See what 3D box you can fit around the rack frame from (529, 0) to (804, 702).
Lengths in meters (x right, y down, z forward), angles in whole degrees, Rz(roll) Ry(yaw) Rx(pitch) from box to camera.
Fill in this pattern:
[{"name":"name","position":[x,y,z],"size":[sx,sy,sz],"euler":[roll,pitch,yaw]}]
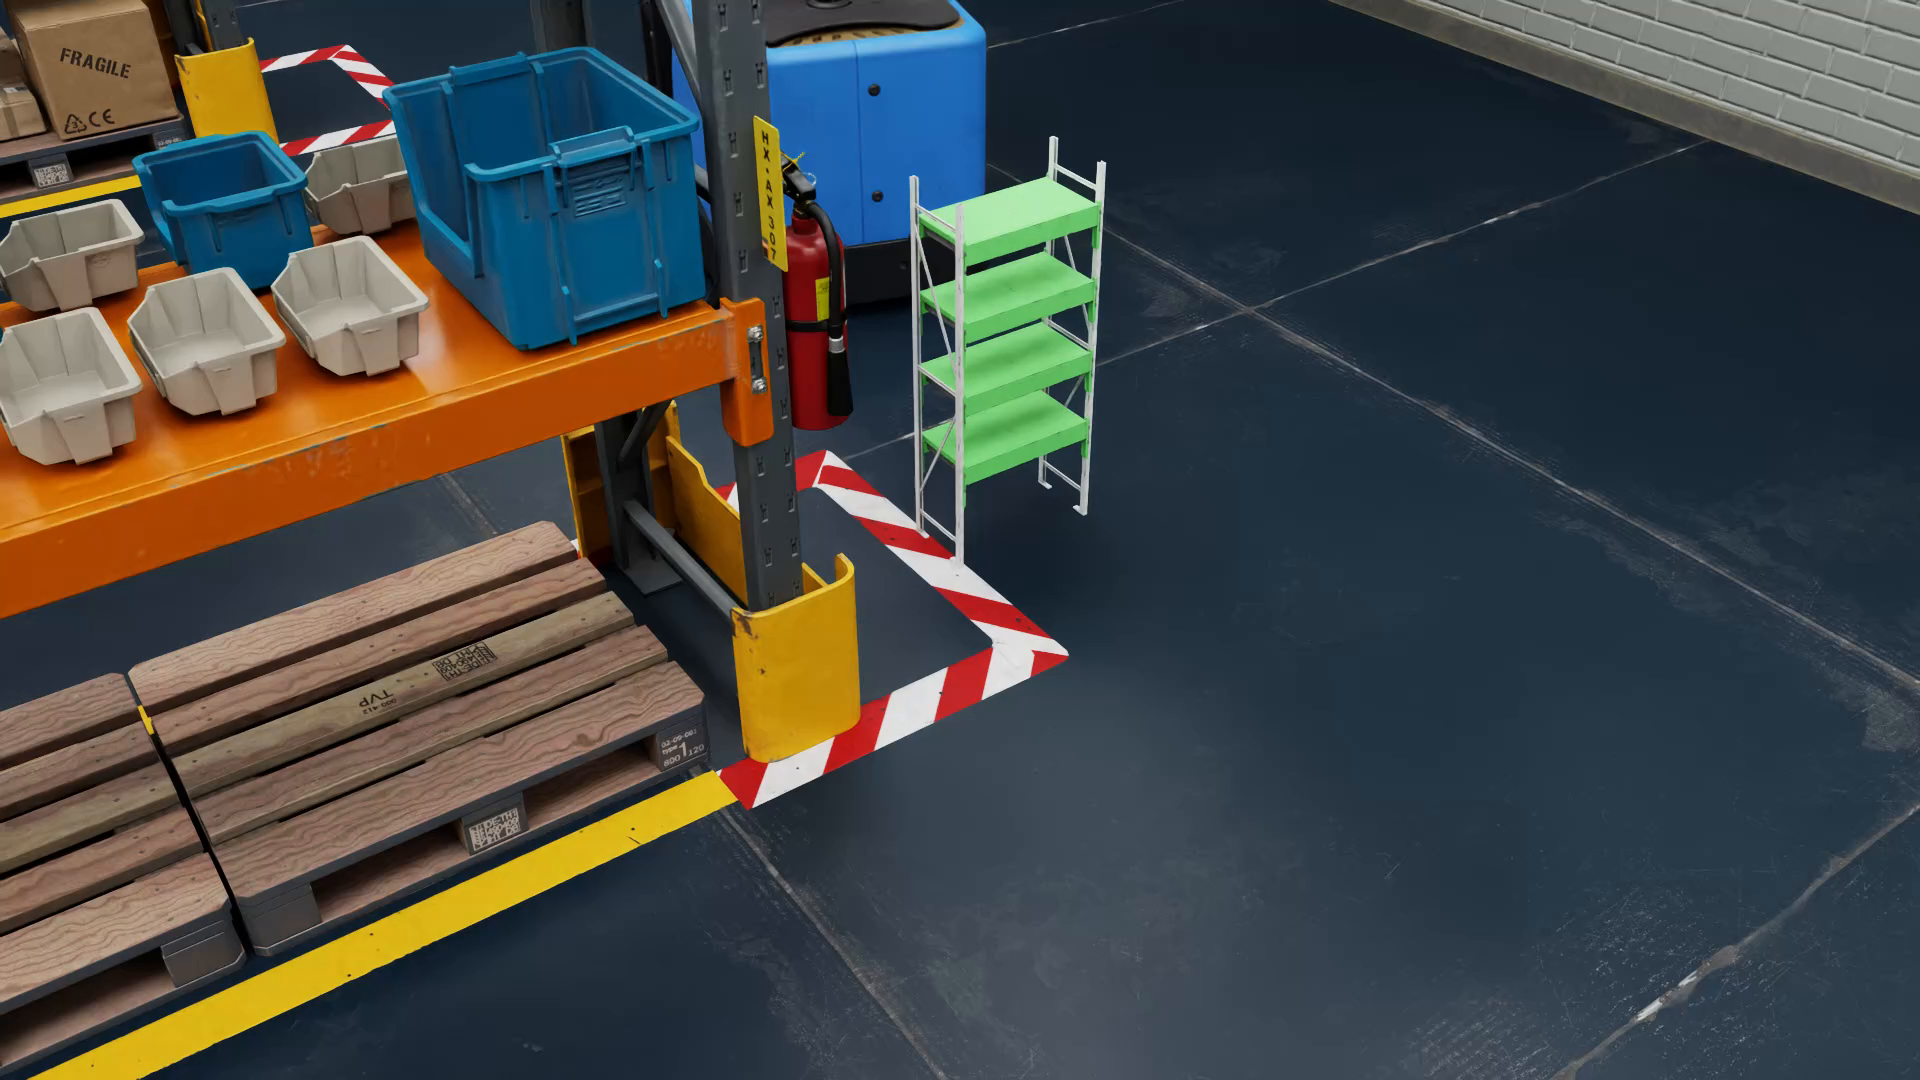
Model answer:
[{"name":"rack frame","position":[-0.736,-0.931,3.976],"size":[0.127,3.000,1.000],"euler":[-22,41,-28]}]

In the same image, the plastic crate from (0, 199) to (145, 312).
[{"name":"plastic crate","position":[-1.992,-0.626,3.726],"size":[0.298,0.136,0.250],"euler":[-22,41,-28]}]

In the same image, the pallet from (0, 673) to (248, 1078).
[{"name":"pallet","position":[-2.429,0.868,3.863],"size":[1.213,0.211,1.003],"euler":[-22,41,-28]}]

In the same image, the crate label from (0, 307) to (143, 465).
[{"name":"crate label","position":[-1.757,-0.292,3.261],"size":[0.243,0.136,0.396],"euler":[-22,41,-28]}]

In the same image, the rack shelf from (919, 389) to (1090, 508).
[{"name":"rack shelf","position":[0.135,-0.296,5.155],"size":[0.480,0.148,0.258],"euler":[-22,41,-28]}]

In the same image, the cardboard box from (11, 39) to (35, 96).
[{"name":"cardboard box","position":[-4.331,-2.264,7.879],"size":[0.250,0.166,0.380],"euler":[-22,41,-28]}]

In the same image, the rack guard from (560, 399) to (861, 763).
[{"name":"rack guard","position":[-0.724,0.069,4.725],"size":[0.348,0.500,1.175],"euler":[-22,41,-28]}]

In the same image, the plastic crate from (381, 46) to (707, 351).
[{"name":"plastic crate","position":[-0.902,-0.768,3.667],"size":[0.499,0.435,0.616],"euler":[-22,41,-28]}]

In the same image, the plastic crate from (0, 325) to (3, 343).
[{"name":"plastic crate","position":[-2.204,-0.519,3.494],"size":[0.300,0.233,0.416],"euler":[-22,41,-28]}]

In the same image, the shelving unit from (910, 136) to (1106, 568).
[{"name":"shelving unit","position":[0.135,-0.543,4.977],"size":[0.503,1.200,0.258],"euler":[-22,41,-28]}]

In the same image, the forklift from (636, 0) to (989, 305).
[{"name":"forklift","position":[-0.828,-2.885,6.752],"size":[1.130,2.935,3.031],"euler":[-11,37,-15]}]

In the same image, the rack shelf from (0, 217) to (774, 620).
[{"name":"rack shelf","position":[-2.371,0.034,3.250],"size":[4.000,0.370,1.077],"euler":[-22,41,-28]}]

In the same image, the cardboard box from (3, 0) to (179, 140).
[{"name":"cardboard box","position":[-3.889,-2.160,7.448],"size":[0.500,0.500,0.500],"euler":[-22,41,-28]}]

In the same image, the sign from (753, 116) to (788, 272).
[{"name":"sign","position":[-0.406,-0.740,3.571],"size":[0.005,0.325,0.100],"euler":[-22,41,-28]}]

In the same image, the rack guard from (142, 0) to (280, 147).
[{"name":"rack guard","position":[-3.649,-2.256,7.959],"size":[0.348,0.500,1.175],"euler":[-22,41,-28]}]

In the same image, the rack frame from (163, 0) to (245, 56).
[{"name":"rack frame","position":[-3.587,-3.297,7.264],"size":[0.127,3.000,1.000],"euler":[-22,41,-28]}]

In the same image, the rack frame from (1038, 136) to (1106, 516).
[{"name":"rack frame","position":[0.335,-0.625,5.091],"size":[0.015,1.200,0.240],"euler":[-22,41,-28]}]

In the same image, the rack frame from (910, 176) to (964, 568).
[{"name":"rack frame","position":[-0.064,-0.461,4.863],"size":[0.015,1.200,0.240],"euler":[-22,41,-28]}]

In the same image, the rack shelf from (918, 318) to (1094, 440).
[{"name":"rack shelf","position":[0.135,-0.491,5.014],"size":[0.480,0.148,0.258],"euler":[-22,41,-28]}]

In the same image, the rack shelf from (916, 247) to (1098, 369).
[{"name":"rack shelf","position":[0.135,-0.686,4.874],"size":[0.480,0.148,0.258],"euler":[-22,41,-28]}]

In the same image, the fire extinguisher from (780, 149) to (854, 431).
[{"name":"fire extinguisher","position":[-0.351,-0.582,3.876],"size":[0.183,0.674,0.296],"euler":[-22,41,-28]}]

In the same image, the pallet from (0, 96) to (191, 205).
[{"name":"pallet","position":[-4.300,-1.870,7.670],"size":[1.213,0.211,1.003],"euler":[-22,41,-28]}]

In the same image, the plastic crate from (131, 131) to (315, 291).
[{"name":"plastic crate","position":[-1.666,-0.740,3.802],"size":[0.300,0.233,0.416],"euler":[-22,41,-28]}]

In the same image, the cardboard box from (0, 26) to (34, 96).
[{"name":"cardboard box","position":[-4.603,-2.143,7.639],"size":[0.500,0.250,0.500],"euler":[-22,41,-28]}]

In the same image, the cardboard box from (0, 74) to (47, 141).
[{"name":"cardboard box","position":[-4.272,-1.931,7.416],"size":[0.250,0.166,0.380],"euler":[-22,41,-28]}]

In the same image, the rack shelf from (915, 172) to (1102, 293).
[{"name":"rack shelf","position":[0.135,-0.881,4.734],"size":[0.480,0.148,0.258],"euler":[-22,41,-28]}]

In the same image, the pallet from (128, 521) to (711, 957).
[{"name":"pallet","position":[-1.433,0.460,4.430],"size":[1.213,0.211,1.003],"euler":[-22,41,-28]}]

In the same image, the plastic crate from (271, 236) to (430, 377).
[{"name":"plastic crate","position":[-1.299,-0.488,3.534],"size":[0.243,0.136,0.396],"euler":[-22,41,-28]}]

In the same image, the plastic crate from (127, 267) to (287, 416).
[{"name":"plastic crate","position":[-1.544,-0.397,3.408],"size":[0.243,0.136,0.396],"euler":[-22,41,-28]}]

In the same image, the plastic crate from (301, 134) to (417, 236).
[{"name":"plastic crate","position":[-1.438,-0.854,4.043],"size":[0.298,0.136,0.250],"euler":[-22,41,-28]}]
